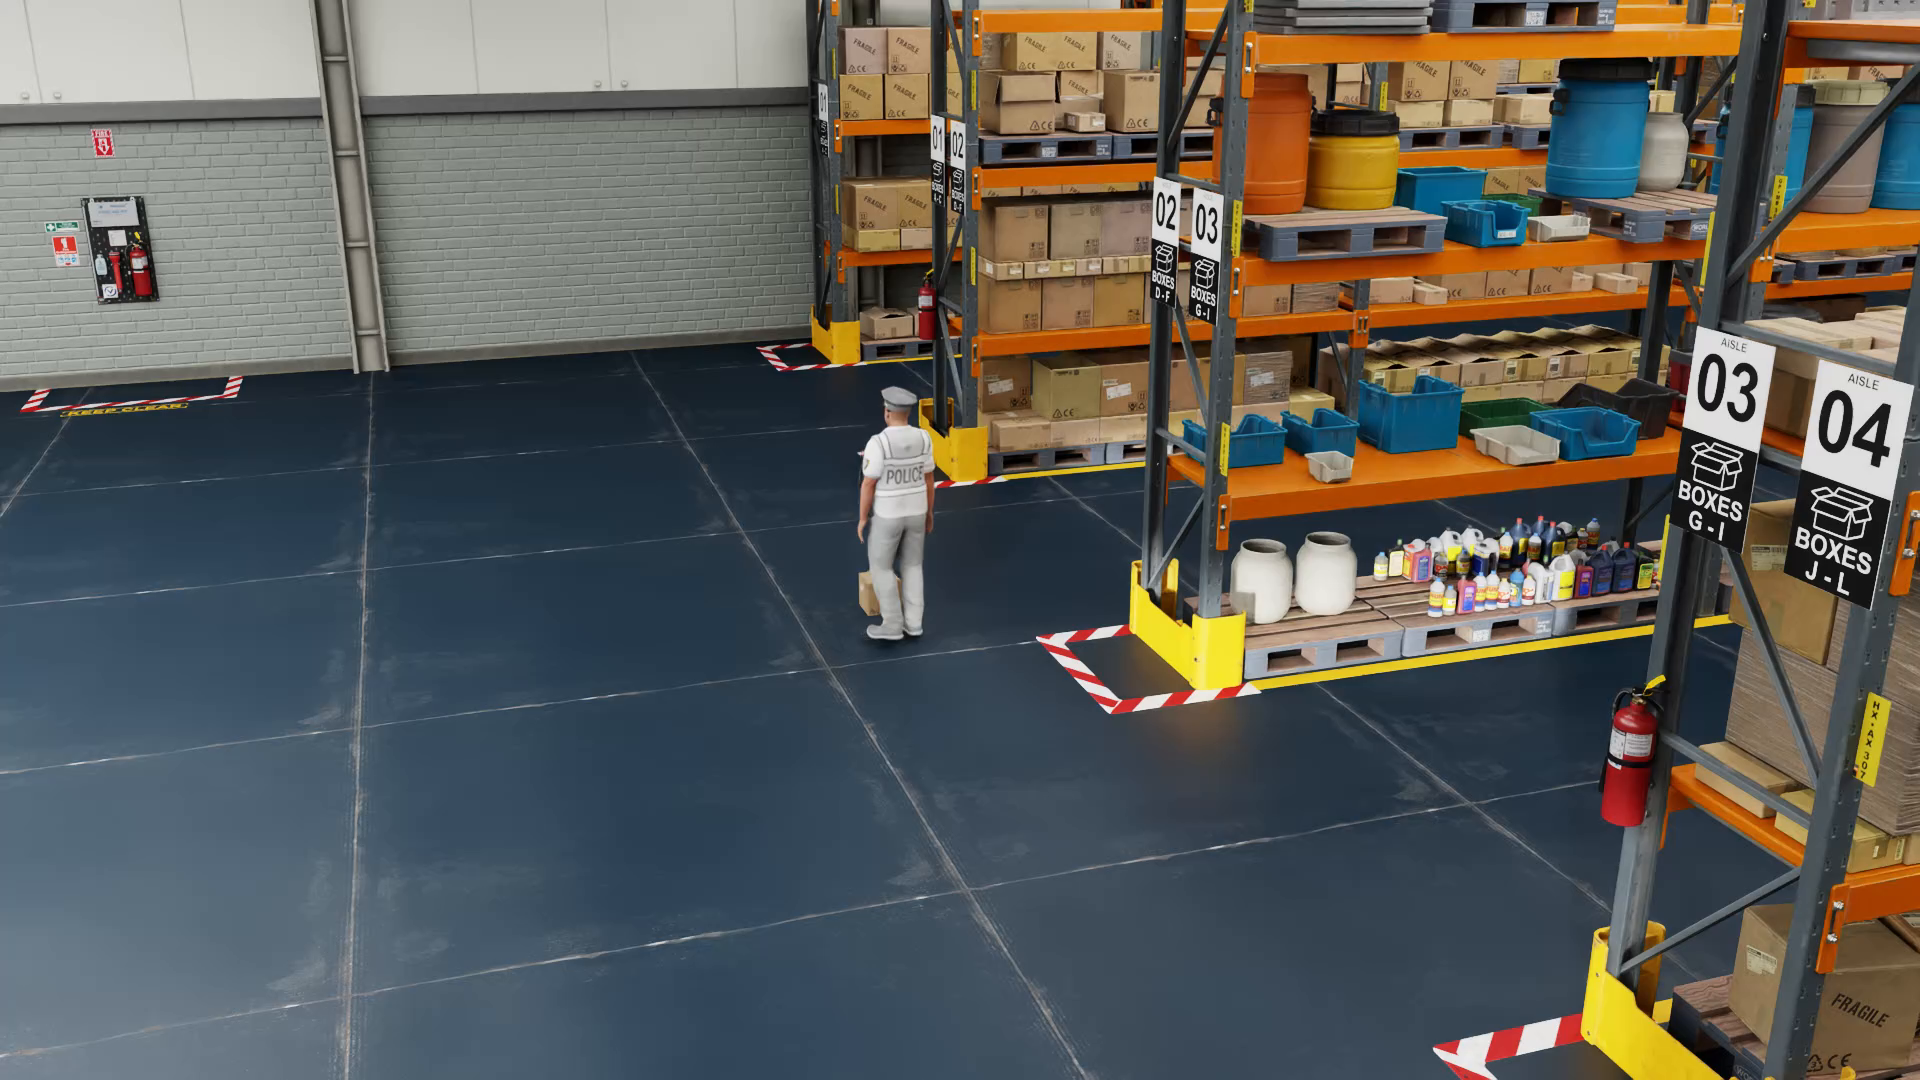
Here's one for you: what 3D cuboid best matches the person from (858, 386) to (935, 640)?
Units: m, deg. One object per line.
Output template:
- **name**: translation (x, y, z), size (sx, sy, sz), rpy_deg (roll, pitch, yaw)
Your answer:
- **person**: translation (-0.435, -0.173, 11.511), size (0.579, 1.767, 0.434), rpy_deg (-11, 22, -28)
